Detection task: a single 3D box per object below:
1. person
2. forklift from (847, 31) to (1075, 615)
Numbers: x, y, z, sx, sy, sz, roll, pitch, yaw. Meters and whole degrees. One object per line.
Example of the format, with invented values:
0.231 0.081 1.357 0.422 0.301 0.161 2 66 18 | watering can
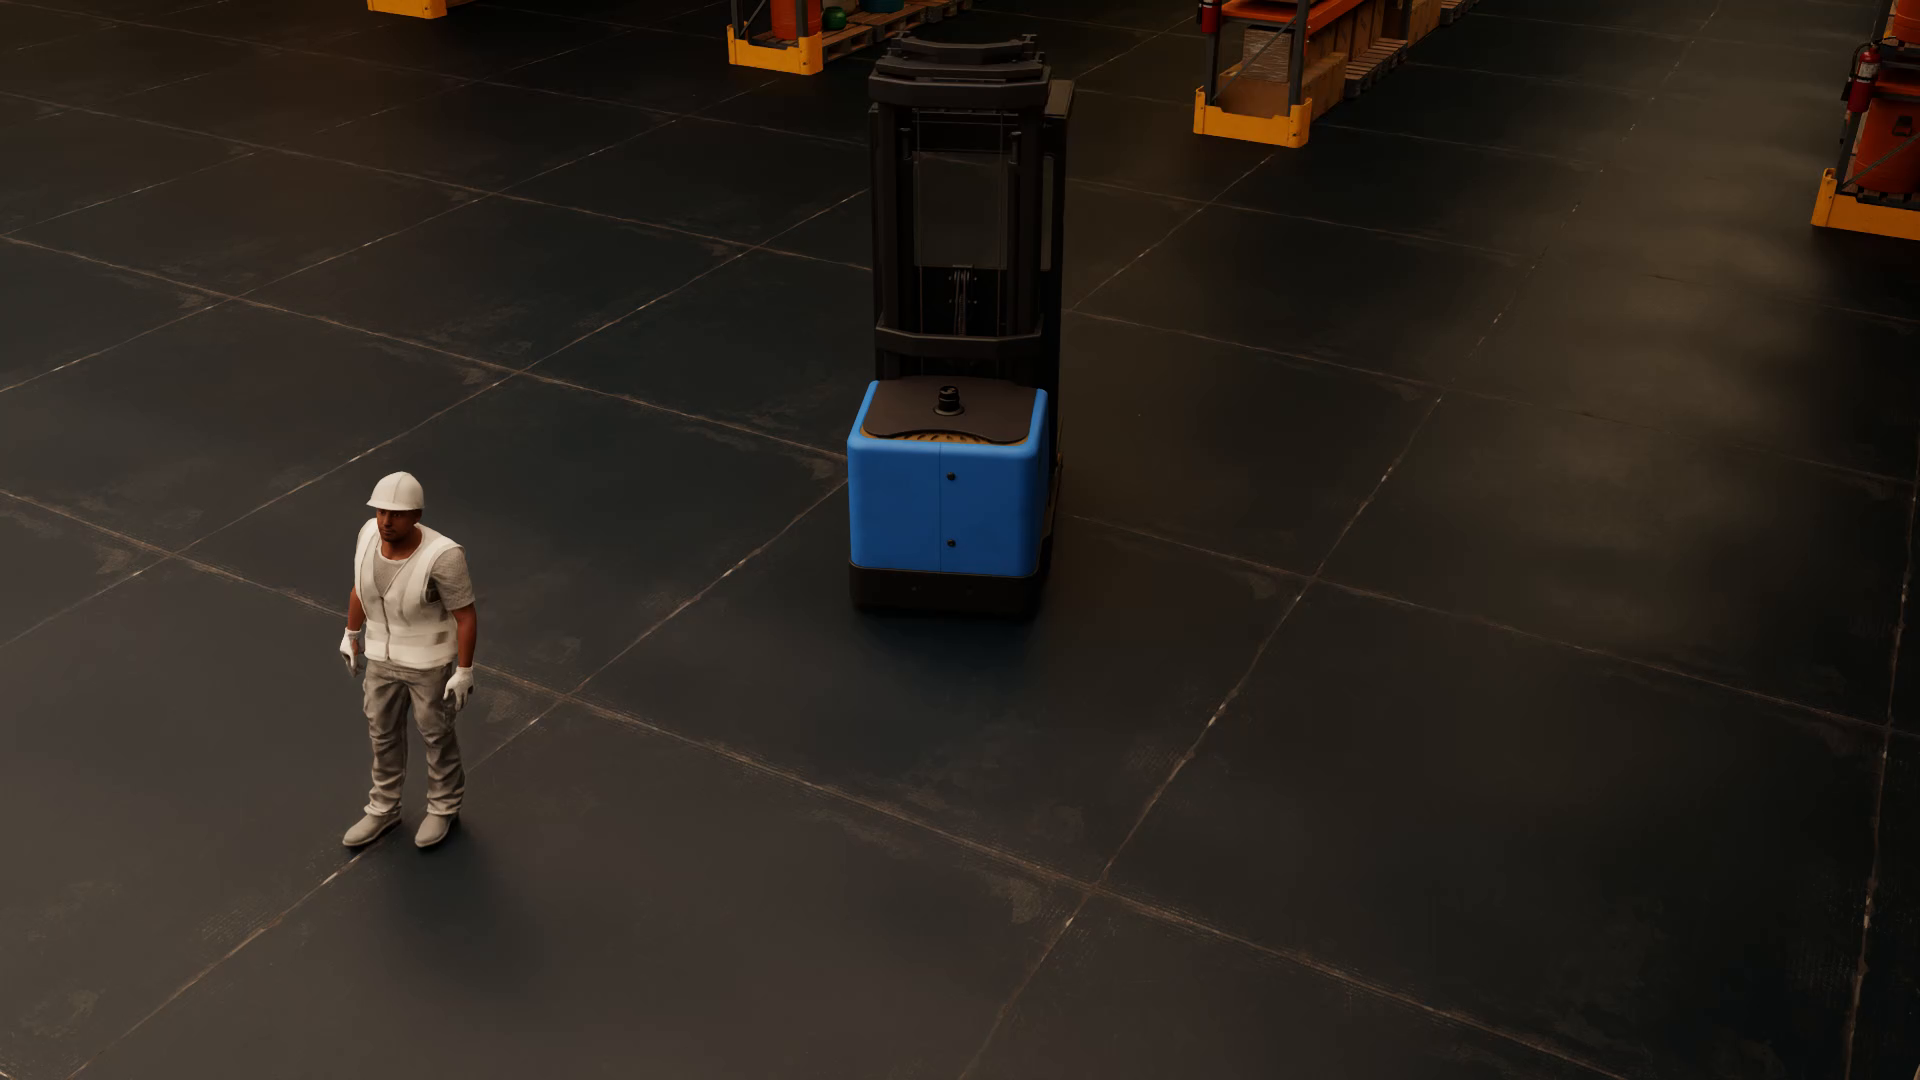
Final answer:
-2.435 0.551 7.250 0.656 1.782 0.577 11 32 18 | person
0.072 -1.572 9.794 1.130 2.935 3.031 3 30 6 | forklift
